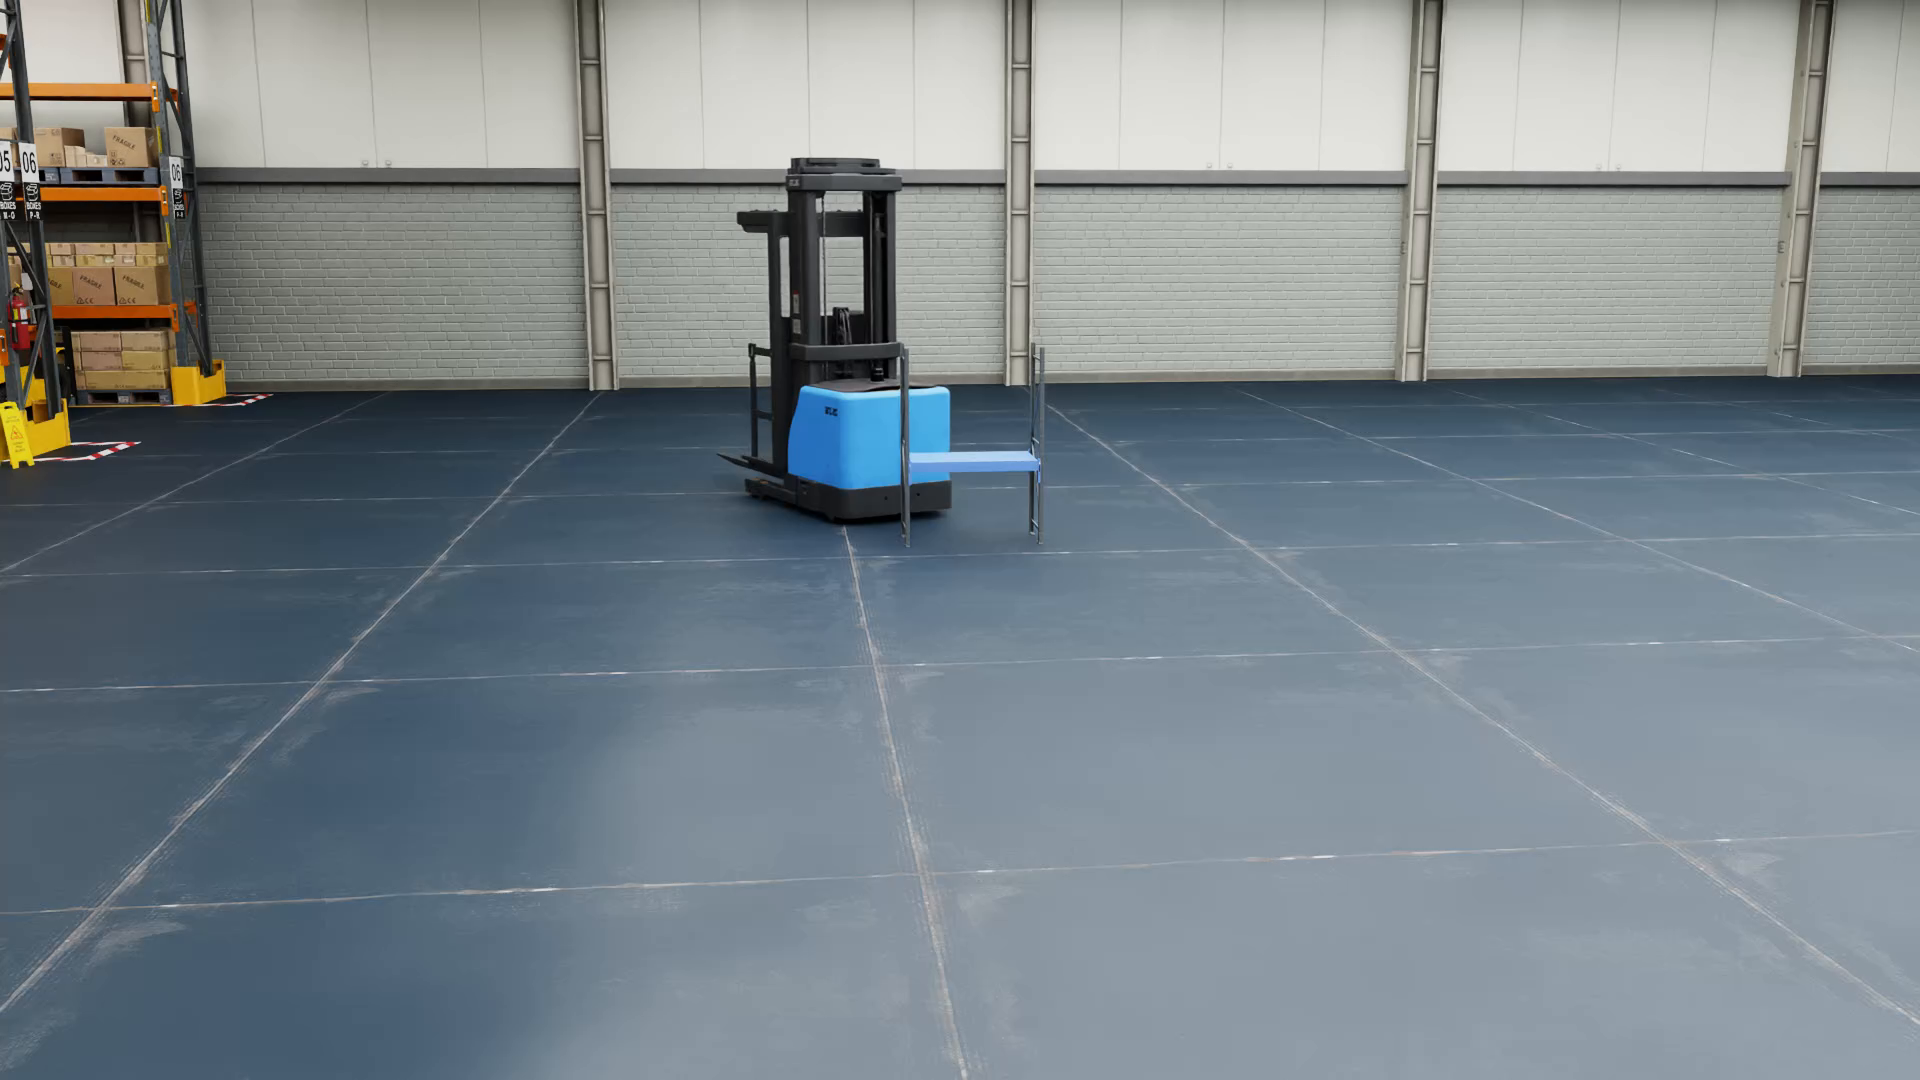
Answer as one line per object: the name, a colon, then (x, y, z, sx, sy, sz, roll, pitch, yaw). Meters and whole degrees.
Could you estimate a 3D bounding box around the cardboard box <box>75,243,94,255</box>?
cardboard box: (-11.375, -3.812, 21.773, 0.250, 0.149, 0.380, -1, 11, -6)

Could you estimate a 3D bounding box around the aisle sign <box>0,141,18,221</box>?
aisle sign: (-9.654, -3.629, 16.813, 0.004, 0.787, 0.394, -1, 11, -6)

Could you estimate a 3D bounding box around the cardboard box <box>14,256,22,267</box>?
cardboard box: (-12.132, -3.647, 21.701, 0.250, 0.149, 0.380, -1, 11, -6)

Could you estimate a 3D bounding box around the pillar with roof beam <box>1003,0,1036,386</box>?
pillar with roof beam: (1.318, -5.886, 19.481, 0.400, 9.000, 9.100, -1, 11, -6)

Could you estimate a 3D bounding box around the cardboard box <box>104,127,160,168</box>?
cardboard box: (-10.701, -5.080, 21.548, 0.500, 0.500, 0.500, -1, 11, -4)

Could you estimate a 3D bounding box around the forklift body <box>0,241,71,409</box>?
forklift body: (-11.975, -2.554, 20.283, 1.214, 2.155, 2.313, -1, 11, -6)

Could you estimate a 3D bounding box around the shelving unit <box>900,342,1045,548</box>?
shelving unit: (0.085, -0.738, 12.732, 1.048, 1.500, 0.538, -1, 11, -6)

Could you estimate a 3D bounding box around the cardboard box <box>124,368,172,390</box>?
cardboard box: (-10.720, -2.146, 22.049, 0.500, 0.250, 0.500, -1, 11, -6)

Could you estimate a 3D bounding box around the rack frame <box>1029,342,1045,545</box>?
rack frame: (0.590, -0.748, 12.786, 0.032, 1.500, 0.500, -1, 11, -6)

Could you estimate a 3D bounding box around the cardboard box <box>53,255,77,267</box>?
cardboard box: (-11.625, -3.644, 21.686, 0.250, 0.149, 0.380, -2, 11, -8)

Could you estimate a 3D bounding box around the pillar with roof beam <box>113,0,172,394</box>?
pillar with roof beam: (-10.612, -5.636, 18.209, 0.400, 9.000, 9.100, -1, 11, -6)

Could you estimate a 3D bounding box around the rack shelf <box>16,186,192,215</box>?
rack shelf: (-12.275, -4.437, 21.750, 4.000, 0.370, 1.077, -1, 11, -6)

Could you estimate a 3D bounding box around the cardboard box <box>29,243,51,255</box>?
cardboard box: (-11.878, -3.779, 21.604, 0.250, 0.149, 0.380, -1, 11, -5)

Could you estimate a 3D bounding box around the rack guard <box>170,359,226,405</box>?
rack guard: (-10.263, -2.134, 22.426, 0.348, 0.500, 1.175, -1, 11, -6)

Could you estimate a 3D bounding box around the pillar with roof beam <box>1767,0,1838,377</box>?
pillar with roof beam: (13.248, -6.136, 20.752, 0.400, 9.000, 9.100, -1, 11, -6)

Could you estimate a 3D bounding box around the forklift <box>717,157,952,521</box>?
forklift: (-1.260, -1.832, 14.587, 1.130, 2.935, 3.031, -7, 13, -30)

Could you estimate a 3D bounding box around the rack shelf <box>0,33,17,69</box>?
rack shelf: (-11.736, -4.955, 16.619, 4.000, 0.370, 1.077, -1, 11, -6)

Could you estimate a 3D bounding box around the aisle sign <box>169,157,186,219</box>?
aisle sign: (-10.190, -4.580, 21.652, 0.004, 0.787, 0.394, -1, 11, -6)

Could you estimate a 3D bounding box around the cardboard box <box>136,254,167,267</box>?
cardboard box: (-10.602, -3.666, 21.800, 0.250, 0.149, 0.380, -1, 11, -5)

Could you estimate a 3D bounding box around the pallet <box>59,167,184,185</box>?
pallet: (-10.993, -4.778, 21.851, 1.213, 0.211, 1.003, -1, 11, -6)

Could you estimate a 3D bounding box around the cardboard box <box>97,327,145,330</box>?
cardboard box: (-11.282, -2.722, 22.387, 0.500, 0.250, 0.500, -1, 11, -6)

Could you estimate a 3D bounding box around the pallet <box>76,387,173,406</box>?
pallet: (-11.043, -1.968, 22.329, 1.213, 0.211, 1.003, -1, 11, -6)

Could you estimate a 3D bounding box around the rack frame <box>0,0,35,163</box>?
rack frame: (-9.747, -5.352, 16.762, 0.127, 3.000, 1.000, -1, 11, -6)

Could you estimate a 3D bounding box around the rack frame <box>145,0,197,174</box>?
rack frame: (-10.287, -6.303, 21.603, 0.127, 3.000, 1.000, -1, 11, -6)

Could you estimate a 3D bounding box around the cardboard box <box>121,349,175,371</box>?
cardboard box: (-10.737, -2.392, 22.002, 0.500, 0.250, 0.500, -1, 11, -7)

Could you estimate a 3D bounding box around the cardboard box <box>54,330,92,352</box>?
cardboard box: (-11.719, -2.614, 21.834, 0.500, 0.250, 0.500, -1, 11, -5)

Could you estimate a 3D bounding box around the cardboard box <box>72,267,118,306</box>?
cardboard box: (-11.265, -3.339, 21.818, 0.500, 0.500, 0.500, -1, 11, -4)

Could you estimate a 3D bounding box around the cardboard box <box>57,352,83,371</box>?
cardboard box: (-11.748, -2.369, 21.884, 0.500, 0.250, 0.500, -1, 11, -7)

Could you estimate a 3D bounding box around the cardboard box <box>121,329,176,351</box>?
cardboard box: (-10.711, -2.638, 21.957, 0.500, 0.250, 0.500, -1, 11, -4)

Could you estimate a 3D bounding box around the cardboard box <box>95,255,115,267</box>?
cardboard box: (-11.117, -3.661, 21.776, 0.250, 0.149, 0.380, -1, 11, -5)

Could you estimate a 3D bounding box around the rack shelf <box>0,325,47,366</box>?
rack shelf: (-11.736, -2.013, 17.198, 4.000, 0.370, 1.077, -1, 11, -6)

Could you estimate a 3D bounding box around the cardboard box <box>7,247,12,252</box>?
cardboard box: (-12.397, -3.790, 21.659, 0.250, 0.149, 0.380, -1, 11, -6)

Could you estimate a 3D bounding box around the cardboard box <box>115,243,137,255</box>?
cardboard box: (-10.862, -3.814, 21.781, 0.250, 0.149, 0.380, -1, 11, -6)

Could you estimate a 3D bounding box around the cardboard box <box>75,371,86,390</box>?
cardboard box: (-11.714, -2.129, 21.961, 0.500, 0.250, 0.500, -1, 11, -5)

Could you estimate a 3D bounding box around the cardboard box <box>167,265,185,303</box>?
cardboard box: (-10.810, -3.452, 22.391, 0.500, 0.500, 0.500, -1, 11, -4)

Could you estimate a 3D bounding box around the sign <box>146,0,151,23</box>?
sign: (-10.243, -6.696, 20.975, 0.005, 0.325, 0.100, -1, 11, -6)

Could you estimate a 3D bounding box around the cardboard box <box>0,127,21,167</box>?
cardboard box: (-12.316, -5.074, 21.512, 0.637, 0.503, 0.797, -1, 11, -4)

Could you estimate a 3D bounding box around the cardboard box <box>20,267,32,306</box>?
cardboard box: (-12.273, -3.316, 21.699, 0.500, 0.500, 0.500, -1, 11, -6)

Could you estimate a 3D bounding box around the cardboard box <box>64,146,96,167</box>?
cardboard box: (-11.330, -4.940, 21.444, 0.258, 0.266, 0.396, -1, 11, -6)
